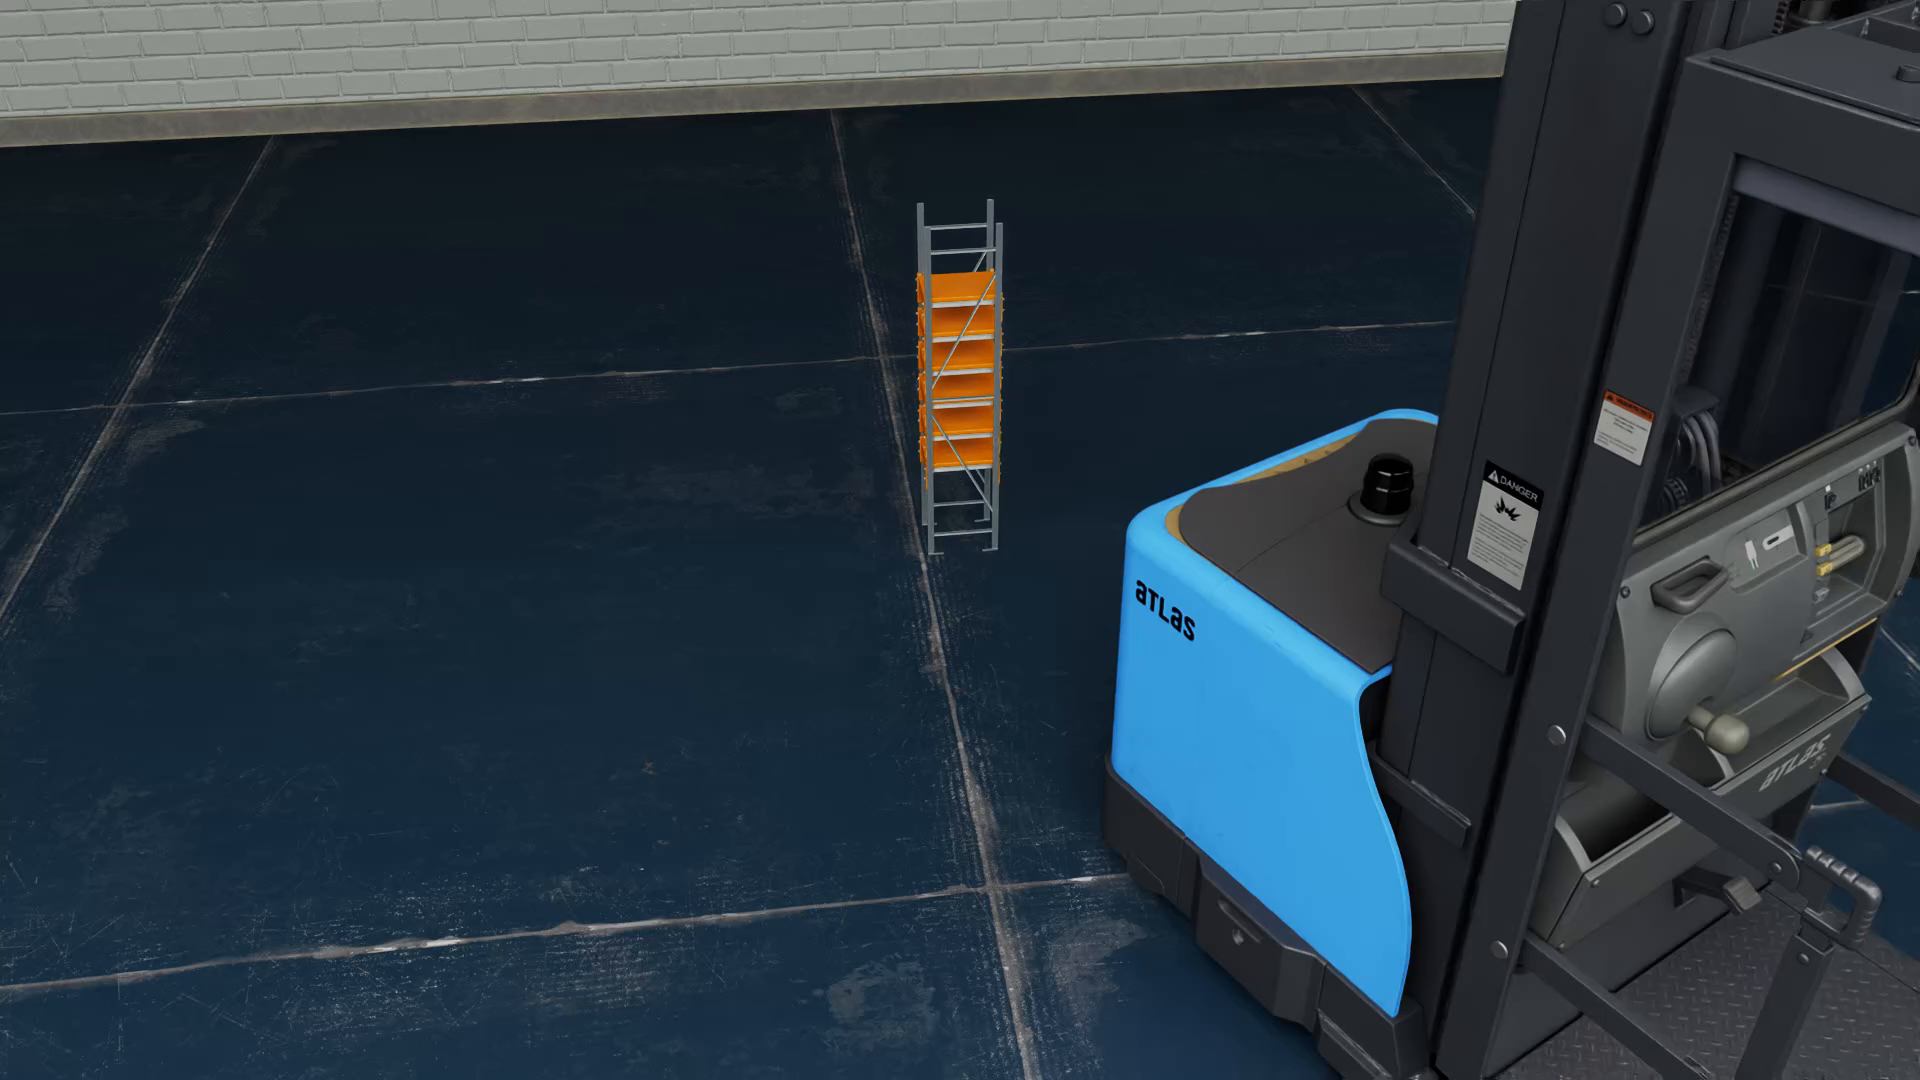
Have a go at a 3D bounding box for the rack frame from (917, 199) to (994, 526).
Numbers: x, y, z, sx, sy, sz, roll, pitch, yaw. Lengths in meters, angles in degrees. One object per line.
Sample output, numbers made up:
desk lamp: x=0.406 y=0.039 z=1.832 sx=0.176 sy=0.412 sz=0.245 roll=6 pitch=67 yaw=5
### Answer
rack frame: x=-0.014 y=-0.555 z=5.499 sx=0.240 sy=1.200 sz=0.006 roll=-4 pitch=35 yaw=-6

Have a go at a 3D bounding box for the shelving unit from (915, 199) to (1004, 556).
shelving unit: x=-0.002 y=-0.504 z=5.424 sx=0.258 sy=1.200 sz=0.189 roll=-4 pitch=35 yaw=-6

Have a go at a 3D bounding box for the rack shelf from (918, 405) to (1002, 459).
rack shelf: x=-0.002 y=-0.368 z=5.517 sx=0.258 sy=0.103 sz=0.180 roll=-4 pitch=35 yaw=-6

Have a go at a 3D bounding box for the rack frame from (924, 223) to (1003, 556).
rack frame: x=0.010 y=-0.453 z=5.349 sx=0.240 sy=1.200 sz=0.006 roll=-4 pitch=35 yaw=-6

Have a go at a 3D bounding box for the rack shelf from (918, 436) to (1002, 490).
rack shelf: x=-0.002 y=-0.269 z=5.584 sx=0.258 sy=0.103 sz=0.180 roll=-4 pitch=35 yaw=-6

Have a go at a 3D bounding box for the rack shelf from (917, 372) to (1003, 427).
rack shelf: x=-0.002 y=-0.467 z=5.449 sx=0.258 sy=0.103 sz=0.180 roll=-4 pitch=35 yaw=-6

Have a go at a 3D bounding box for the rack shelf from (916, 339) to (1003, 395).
rack shelf: x=-0.002 y=-0.566 z=5.381 sx=0.258 sy=0.103 sz=0.180 roll=-4 pitch=35 yaw=-6

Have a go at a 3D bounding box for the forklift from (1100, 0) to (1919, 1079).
forklift: x=1.629 y=0.144 z=2.937 sx=1.130 sy=2.935 sz=3.031 roll=-21 pitch=40 yaw=-28

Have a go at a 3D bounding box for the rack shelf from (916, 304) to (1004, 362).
rack shelf: x=-0.002 y=-0.665 z=5.314 sx=0.258 sy=0.103 sz=0.180 roll=-4 pitch=35 yaw=-6

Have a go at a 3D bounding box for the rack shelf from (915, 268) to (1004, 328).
rack shelf: x=-0.002 y=-0.765 z=5.246 sx=0.258 sy=0.103 sz=0.180 roll=-4 pitch=35 yaw=-6
